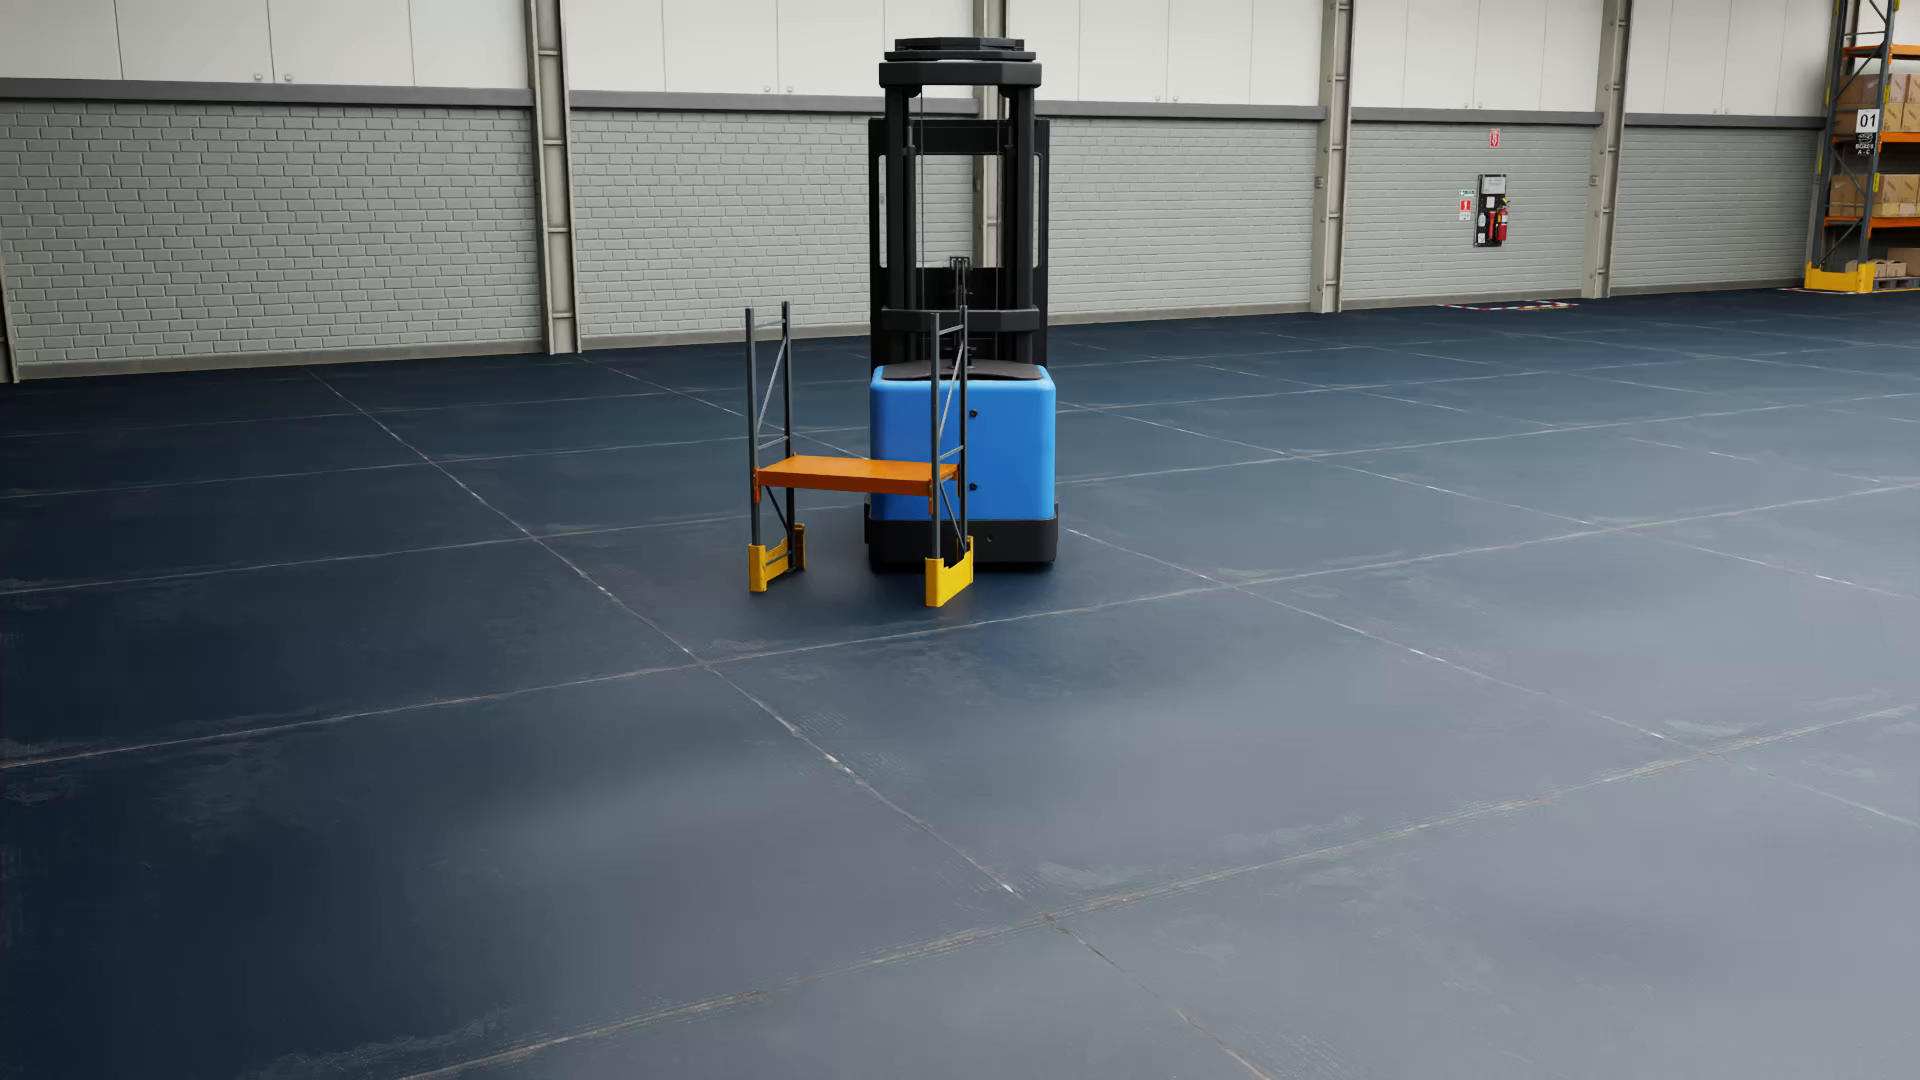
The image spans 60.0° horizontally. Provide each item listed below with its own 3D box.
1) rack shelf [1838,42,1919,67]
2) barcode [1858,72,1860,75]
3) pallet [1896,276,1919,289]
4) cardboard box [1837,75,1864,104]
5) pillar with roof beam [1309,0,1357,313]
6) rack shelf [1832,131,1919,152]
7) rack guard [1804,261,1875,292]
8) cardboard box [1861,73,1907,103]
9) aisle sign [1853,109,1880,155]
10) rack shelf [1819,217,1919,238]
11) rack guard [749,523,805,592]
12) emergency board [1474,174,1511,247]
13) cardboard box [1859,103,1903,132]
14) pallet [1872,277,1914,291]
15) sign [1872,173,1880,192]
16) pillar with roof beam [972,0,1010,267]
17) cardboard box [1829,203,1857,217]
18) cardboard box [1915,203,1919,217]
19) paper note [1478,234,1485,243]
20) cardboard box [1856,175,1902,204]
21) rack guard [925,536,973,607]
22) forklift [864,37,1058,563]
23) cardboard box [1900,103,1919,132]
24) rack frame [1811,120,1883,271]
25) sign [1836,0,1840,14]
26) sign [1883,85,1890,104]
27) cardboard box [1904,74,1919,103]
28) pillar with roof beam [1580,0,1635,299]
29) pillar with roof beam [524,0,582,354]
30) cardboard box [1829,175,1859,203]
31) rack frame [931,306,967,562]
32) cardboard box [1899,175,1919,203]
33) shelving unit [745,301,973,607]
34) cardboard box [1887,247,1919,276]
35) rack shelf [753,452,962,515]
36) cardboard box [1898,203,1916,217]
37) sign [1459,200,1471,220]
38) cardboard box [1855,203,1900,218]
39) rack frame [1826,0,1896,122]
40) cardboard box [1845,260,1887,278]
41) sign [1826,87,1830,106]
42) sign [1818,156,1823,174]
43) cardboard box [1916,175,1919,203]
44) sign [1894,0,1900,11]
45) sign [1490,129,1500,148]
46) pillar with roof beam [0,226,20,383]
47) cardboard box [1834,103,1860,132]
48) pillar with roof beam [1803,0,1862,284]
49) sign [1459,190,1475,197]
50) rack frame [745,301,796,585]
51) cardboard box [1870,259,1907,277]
[{"bbox_3d":[17.771,-8.823,30.463,4.000,0.370,1.077,-7,14,-28],"label":"rack shelf"},{"bbox_3d":[16.400,-8.502,30.352,0.075,0.075,0.001,-7,14,-28],"label":"barcode"},{"bbox_3d":[17.882,-4.892,31.365,1.213,0.211,1.003,-7,14,-28],"label":"pallet"},{"bbox_3d":[16.269,-8.144,30.081,0.500,0.500,0.500,-6,14,-25],"label":"cardboard box"},{"bbox_3d":[7.746,-7.113,21.221,0.400,9.000,9.100,-7,14,-28],"label":"pillar with roof beam"},{"bbox_3d":[17.771,-7.361,30.792,4.000,0.370,1.077,-7,14,-28],"label":"rack shelf"},{"bbox_3d":[16.083,-4.827,30.418,0.348,0.500,1.175,-7,14,-28],"label":"rack guard"},{"bbox_3d":[16.470,-8.042,29.628,0.500,0.500,0.500,-8,15,-32],"label":"cardboard box"},{"bbox_3d":[16.096,-7.241,29.532,0.004,0.787,0.394,-7,14,-28],"label":"aisle sign"},{"bbox_3d":[17.771,-5.898,31.122,4.000,0.370,1.077,-7,14,-28],"label":"rack shelf"},{"bbox_3d":[-1.000,0.092,9.128,0.087,0.250,0.587,4,13,18],"label":"rack guard"},{"bbox_3d":[8.762,-5.395,27.248,0.643,1.169,0.194,-7,14,-28],"label":"emergency board"},{"bbox_3d":[16.429,-7.547,29.707,0.500,0.500,0.500,-6,14,-26],"label":"cardboard box"},{"bbox_3d":[16.813,-4.764,30.799,1.213,0.211,1.003,-7,14,-28],"label":"pallet"},{"bbox_3d":[16.276,-6.356,29.548,0.005,0.325,0.100,-7,14,-28],"label":"sign"},{"bbox_3d":[2.479,-6.482,18.416,0.400,9.000,9.100,-7,14,-28],"label":"pillar with roof beam"},{"bbox_3d":[16.333,-6.061,30.506,0.500,0.250,0.500,-7,14,-27],"label":"cardboard box"},{"bbox_3d":[17.495,-6.075,30.566,0.500,0.250,0.500,-7,15,-29],"label":"cardboard box"},{"bbox_3d":[8.574,-4.960,27.321,0.142,0.148,0.016,-7,14,-28],"label":"paper note"},{"bbox_3d":[16.579,-6.333,30.005,0.500,0.500,0.500,-7,14,-28],"label":"cardboard box"},{"bbox_3d":[-0.055,0.161,8.824,0.087,0.250,0.587,4,13,18],"label":"rack guard"},{"bbox_3d":[-0.012,-1.568,10.400,1.130,2.935,3.031,0,13,-1],"label":"forklift"},{"bbox_3d":[16.918,-7.597,29.928,0.500,0.500,0.500,-6,14,-24],"label":"cardboard box"},{"bbox_3d":[16.016,-6.038,30.108,0.127,3.000,1.000,-7,14,-28],"label":"rack frame"},{"bbox_3d":[15.768,-9.607,29.814,0.005,0.325,0.100,-7,14,-28],"label":"sign"},{"bbox_3d":[16.276,-7.823,29.218,0.005,0.325,0.100,-7,14,-28],"label":"sign"},{"bbox_3d":[16.935,-8.085,29.819,0.500,0.500,0.500,-7,14,-29],"label":"cardboard box"},{"bbox_3d":[13.012,-7.744,24.026,0.400,9.000,9.100,-7,14,-28],"label":"pillar with roof beam"},{"bbox_3d":[-2.787,-5.851,15.612,0.400,9.000,9.100,-7,14,-28],"label":"pillar with roof beam"},{"bbox_3d":[16.328,-6.431,30.442,0.500,0.500,0.500,-7,14,-28],"label":"cardboard box"},{"bbox_3d":[-0.054,-0.449,8.685,0.032,1.500,0.500,4,13,18],"label":"rack frame"},{"bbox_3d":[17.018,-6.383,30.228,0.500,0.500,0.500,-7,14,-28],"label":"cardboard box"},{"bbox_3d":[-0.528,-0.483,8.838,1.083,1.500,0.587,4,13,18],"label":"shelving unit"},{"bbox_3d":[17.835,-5.216,31.147,0.500,0.500,0.700,-8,15,-31],"label":"cardboard box"},{"bbox_3d":[-0.536,-0.308,8.880,1.000,0.185,0.538,4,13,18],"label":"rack shelf"},{"bbox_3d":[17.045,-6.022,30.333,0.500,0.250,0.500,-7,15,-30],"label":"cardboard box"},{"bbox_3d":[8.227,-5.374,27.074,0.234,0.329,0.001,-7,14,-28],"label":"sign"},{"bbox_3d":[16.596,-5.965,30.078,0.500,0.250,0.500,-7,15,-29],"label":"cardboard box"},{"bbox_3d":[16.016,-8.965,29.449,0.127,3.000,1.000,-7,14,-28],"label":"rack frame"},{"bbox_3d":[16.666,-4.996,30.601,0.500,0.311,0.500,-9,15,-34],"label":"cardboard box"},{"bbox_3d":[15.768,-8.043,30.166,0.005,0.325,0.100,-7,14,-28],"label":"sign"},{"bbox_3d":[15.768,-6.866,30.430,0.005,0.325,0.100,-7,14,-28],"label":"sign"},{"bbox_3d":[17.474,-6.436,30.464,0.500,0.500,0.500,-7,15,-30],"label":"cardboard box"},{"bbox_3d":[16.276,-9.355,28.873,0.005,0.325,0.100,-7,14,-28],"label":"sign"},{"bbox_3d":[8.707,-6.544,27.075,0.199,0.298,0.001,-7,14,-28],"label":"sign"},{"bbox_3d":[-8.053,-5.220,12.807,0.400,9.000,9.100,-7,14,-28],"label":"pillar with roof beam"},{"bbox_3d":[16.261,-7.653,30.177,0.500,0.500,0.500,-6,14,-24],"label":"cardboard box"},{"bbox_3d":[18.279,-8.376,26.830,0.400,9.000,9.100,-7,14,-28],"label":"pillar with roof beam"},{"bbox_3d":[8.236,-5.631,27.011,0.331,0.109,0.001,-7,14,-28],"label":"sign"},{"bbox_3d":[-1.019,-0.519,8.996,0.032,1.500,0.500,4,13,18],"label":"rack frame"},{"bbox_3d":[17.167,-5.056,30.867,0.500,0.311,0.500,-6,14,-23],"label":"cardboard box"}]
